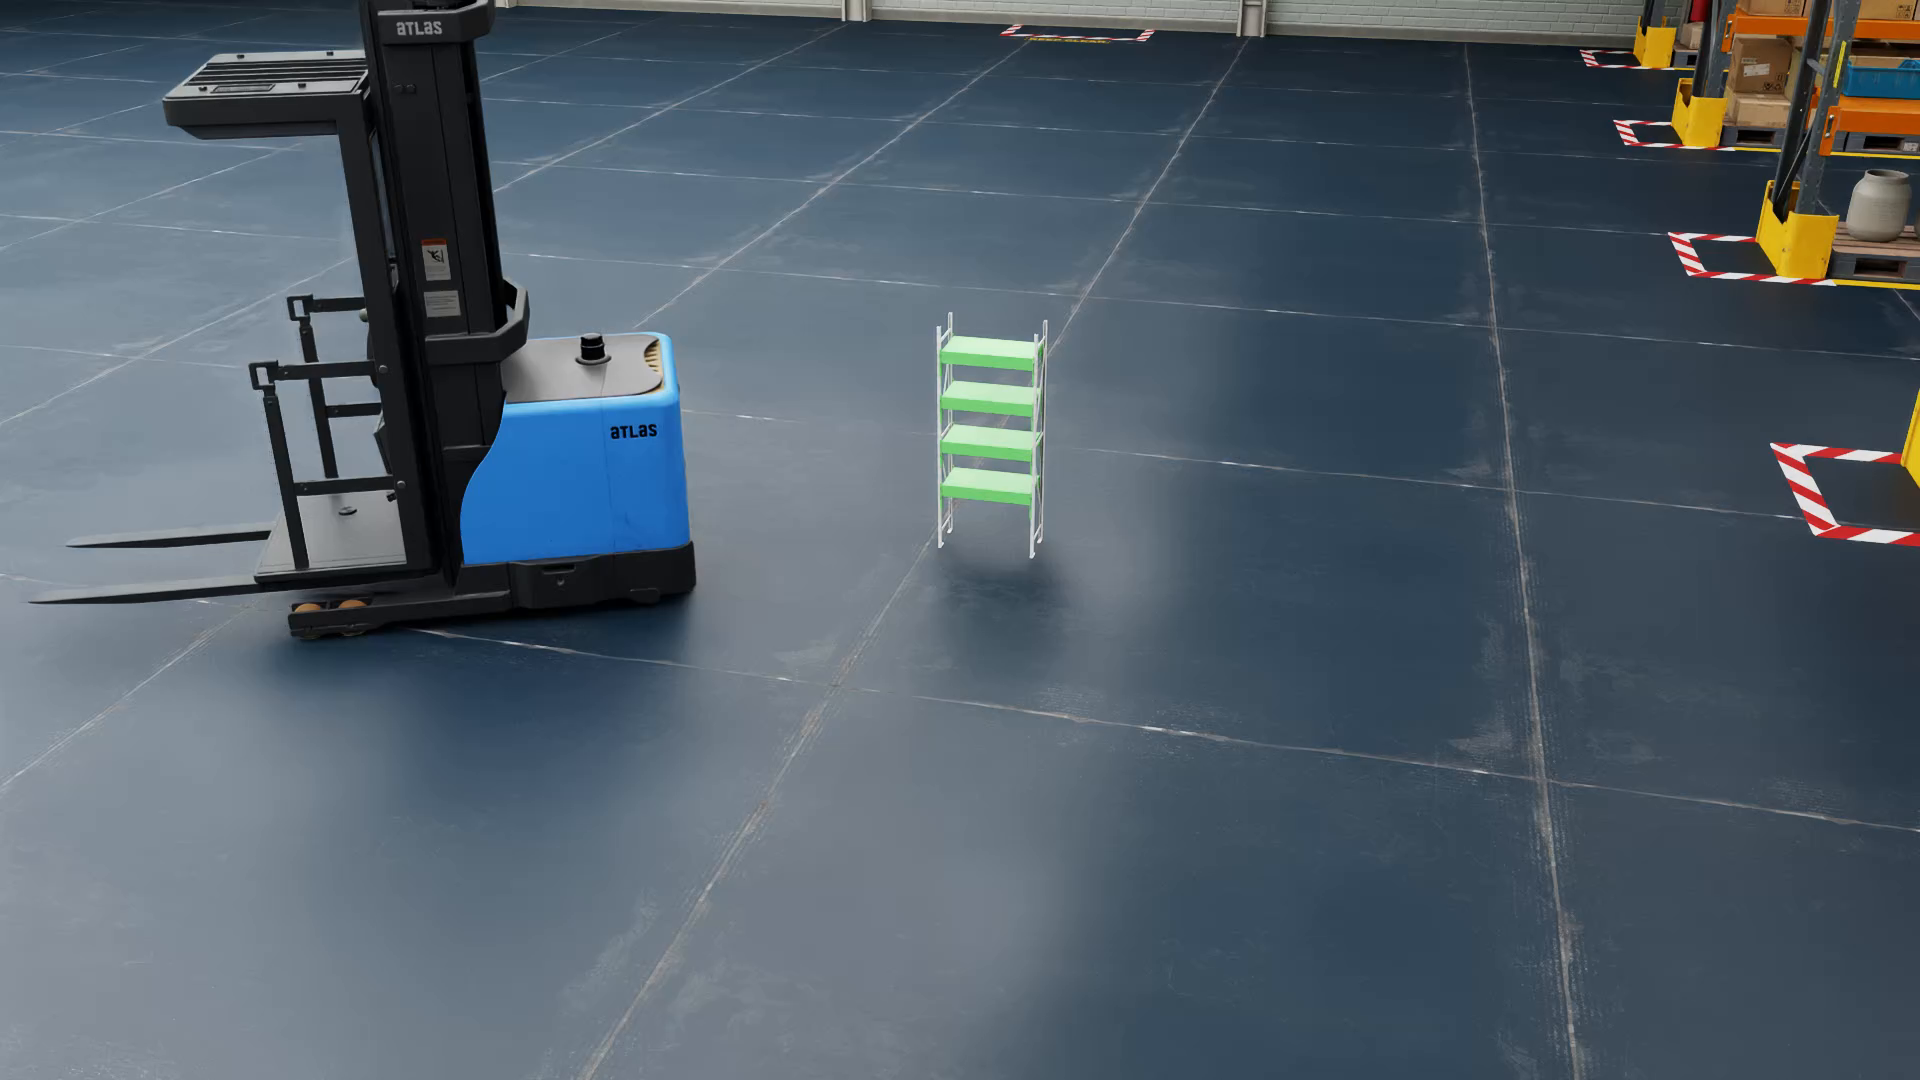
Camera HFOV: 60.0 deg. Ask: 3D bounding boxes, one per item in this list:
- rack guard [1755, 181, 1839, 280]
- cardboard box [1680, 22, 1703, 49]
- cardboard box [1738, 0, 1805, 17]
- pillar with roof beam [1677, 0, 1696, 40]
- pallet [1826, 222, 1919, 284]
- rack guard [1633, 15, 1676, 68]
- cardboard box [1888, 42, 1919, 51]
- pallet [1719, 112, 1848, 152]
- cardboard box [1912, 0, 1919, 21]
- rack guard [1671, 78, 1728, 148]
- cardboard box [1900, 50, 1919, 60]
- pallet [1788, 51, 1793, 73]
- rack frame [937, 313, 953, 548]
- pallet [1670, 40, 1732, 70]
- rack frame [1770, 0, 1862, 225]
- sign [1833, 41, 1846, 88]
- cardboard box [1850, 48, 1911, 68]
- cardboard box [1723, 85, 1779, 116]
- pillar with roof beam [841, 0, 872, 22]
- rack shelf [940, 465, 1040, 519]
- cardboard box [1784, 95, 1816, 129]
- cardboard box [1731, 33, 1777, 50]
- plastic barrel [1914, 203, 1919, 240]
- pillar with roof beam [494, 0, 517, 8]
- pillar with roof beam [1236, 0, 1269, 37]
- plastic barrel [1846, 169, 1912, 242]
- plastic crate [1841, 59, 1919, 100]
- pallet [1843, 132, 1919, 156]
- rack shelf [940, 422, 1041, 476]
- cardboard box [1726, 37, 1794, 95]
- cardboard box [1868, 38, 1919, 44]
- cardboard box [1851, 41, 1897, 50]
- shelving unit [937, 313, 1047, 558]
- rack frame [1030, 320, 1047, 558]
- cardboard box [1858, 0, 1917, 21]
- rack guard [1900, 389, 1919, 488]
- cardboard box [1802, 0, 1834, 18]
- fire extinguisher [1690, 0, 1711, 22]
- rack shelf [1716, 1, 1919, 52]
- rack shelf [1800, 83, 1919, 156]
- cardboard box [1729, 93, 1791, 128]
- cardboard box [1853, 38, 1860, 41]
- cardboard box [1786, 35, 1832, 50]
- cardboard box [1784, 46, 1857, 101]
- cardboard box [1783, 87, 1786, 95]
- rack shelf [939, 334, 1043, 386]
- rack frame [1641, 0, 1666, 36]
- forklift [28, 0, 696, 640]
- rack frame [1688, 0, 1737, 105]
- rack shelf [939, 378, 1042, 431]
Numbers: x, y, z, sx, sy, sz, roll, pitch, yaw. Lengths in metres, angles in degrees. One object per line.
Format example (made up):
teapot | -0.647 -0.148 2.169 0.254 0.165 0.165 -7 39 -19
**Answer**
rack guard | 6.767 -2.523 13.468 0.348 0.500 1.175 6 26 13
cardboard box | 9.797 -6.638 21.819 0.500 0.311 0.500 3 26 7
cardboard box | 8.368 -5.692 17.100 0.500 0.500 0.700 6 26 13
pillar with roof beam | 8.971 -8.966 17.115 0.400 9.000 9.100 6 26 13
pallet | 7.553 -2.304 13.343 1.213 0.211 1.003 6 26 13
rack guard | 9.223 -6.628 22.090 0.348 0.500 1.175 6 26 13
cardboard box | 9.969 -4.900 17.391 0.500 0.500 0.500 6 26 13
pallet | 8.670 -4.379 17.702 1.213 0.211 1.003 6 26 13
cardboard box | 9.868 -5.527 16.754 0.500 0.500 0.700 7 26 15
rack guard | 7.896 -4.576 17.780 0.348 0.500 1.175 6 26 13
cardboard box | 9.835 -4.677 16.922 0.500 0.500 0.500 6 26 13
pallet | 11.179 -6.264 21.663 1.213 0.211 1.003 6 26 13
rack frame | -0.076 -0.550 8.510 0.015 1.200 0.240 6 26 13
pallet | 10.001 -6.396 21.939 1.213 0.211 1.003 6 26 13
rack frame | 6.682 -3.640 12.907 0.127 3.000 1.000 6 26 13
sign | 6.541 -3.537 12.367 0.005 0.325 0.100 6 26 13
cardboard box | 9.356 -4.738 17.050 0.500 0.500 0.500 6 26 13
cardboard box | 8.512 -4.716 17.876 0.500 0.250 0.500 6 26 13
pillar with roof beam | -2.651 -10.251 19.813 0.400 9.000 9.100 6 26 13
rack shelf | 0.160 -0.250 8.585 0.480 0.148 0.258 6 26 13
cardboard box | 8.869 -4.448 17.314 0.500 0.250 0.500 6 26 13
cardboard box | 10.349 -6.577 21.691 0.500 0.311 0.500 9 27 17
plastic barrel | 7.824 -2.614 13.158 0.421 0.512 0.421 0 25 0
pillar with roof beam | -8.462 -10.894 21.163 0.400 9.000 9.100 6 26 13
pillar with roof beam | 3.160 -9.609 18.464 0.400 9.000 9.100 6 26 13
plastic barrel | 7.339 -2.668 13.270 0.421 0.512 0.421 0 25 0
plastic crate | 7.241 -3.644 13.088 0.616 0.251 0.499 6 26 13
pallet | 9.848 -4.247 17.425 1.213 0.211 1.003 6 26 13
rack shelf | 0.160 -0.466 8.482 0.480 0.148 0.258 6 26 13
cardboard box | 8.513 -5.055 17.717 0.500 0.500 0.500 6 26 13
cardboard box | 12.008 -6.501 21.312 0.500 0.500 0.500 4 26 9
cardboard box | 9.485 -4.954 17.505 0.500 0.500 0.500 6 26 13
shelving unit | 0.160 -0.524 8.455 0.503 1.200 0.258 6 26 13
rack frame | 0.397 -0.498 8.400 0.015 1.200 0.240 6 26 13
cardboard box | 9.358 -5.582 16.869 0.500 0.500 0.700 6 26 13
rack guard | 5.522 -0.442 9.096 0.348 0.500 1.175 6 26 13
cardboard box | 8.878 -5.638 16.986 0.500 0.500 0.700 7 26 14
fire extinguisher | 7.921 -5.873 17.687 0.183 0.674 0.296 6 26 13
rack shelf | 9.856 -5.163 16.942 4.000 0.370 1.077 6 26 13
rack shelf | 8.619 -3.101 12.612 4.000 0.370 1.077 6 26 13
cardboard box | 8.383 -4.500 17.423 0.500 0.250 0.500 6 26 13
cardboard box | 11.479 -6.428 21.566 0.250 0.149 0.380 4 26 9
cardboard box | 11.047 -6.563 21.442 0.500 0.500 0.700 5 26 10
cardboard box | 8.868 -4.786 17.151 0.500 0.500 0.500 6 26 13
cardboard box | 9.000 -4.667 17.774 0.500 0.250 0.500 6 26 13
rack shelf | 0.160 -0.900 8.276 0.480 0.148 0.258 6 26 13
rack frame | 9.150 -7.765 21.570 0.127 3.000 1.000 6 26 13
forklift | -2.860 -1.104 7.659 3.031 2.935 1.130 -5 26 -10
rack frame | 7.919 -5.702 17.237 0.127 3.000 1.000 6 26 13
rack shelf | 0.160 -0.683 8.379 0.480 0.148 0.258 6 26 13
